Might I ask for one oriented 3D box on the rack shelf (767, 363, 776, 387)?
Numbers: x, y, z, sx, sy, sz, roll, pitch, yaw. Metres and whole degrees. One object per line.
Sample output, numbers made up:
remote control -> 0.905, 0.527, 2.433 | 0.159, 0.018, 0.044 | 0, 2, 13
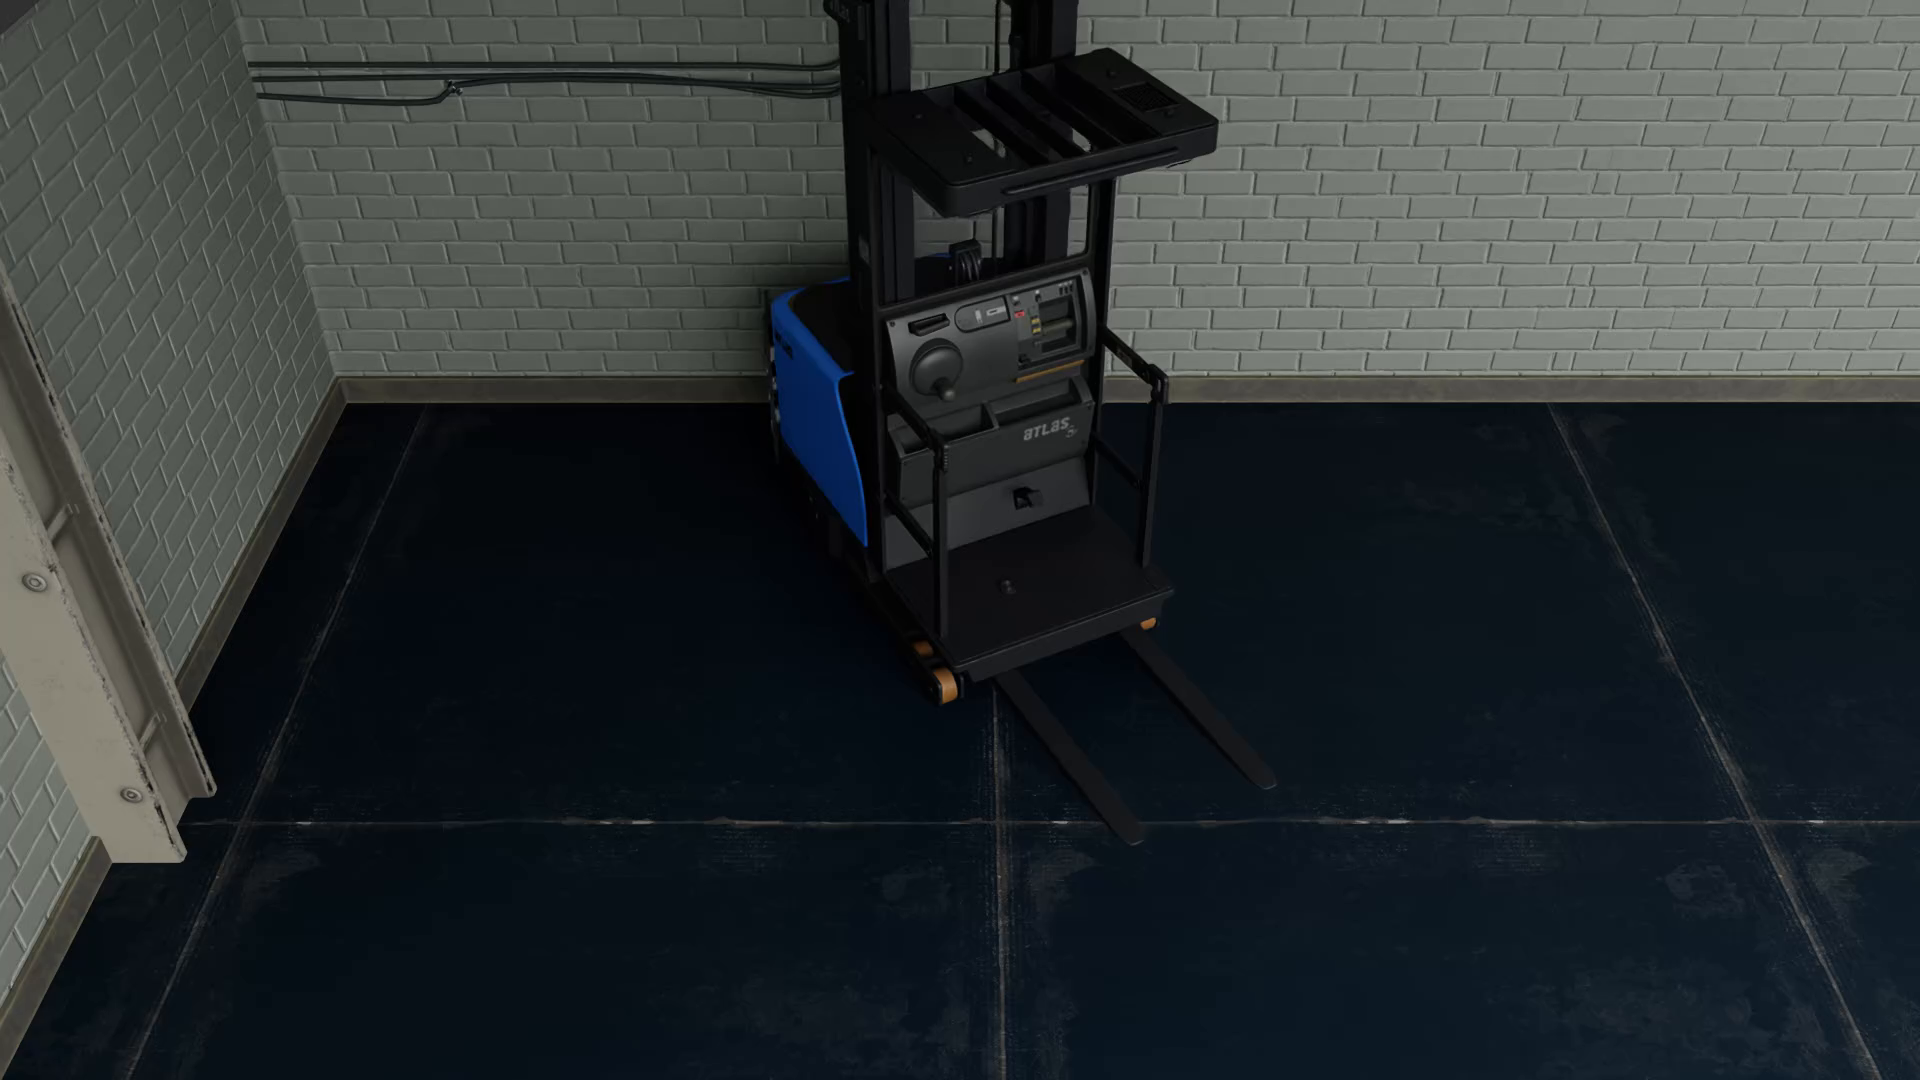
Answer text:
rack shelf -> -0.826, -0.848, 8.243 | 0.258, 0.077, 0.200 | -2, 39, -3

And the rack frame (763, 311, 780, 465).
rack frame -> -0.820, -0.740, 8.199 | 0.240, 0.900, 0.006 | -2, 39, -3

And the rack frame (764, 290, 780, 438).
rack frame -> -0.832, -0.867, 8.358 | 0.240, 0.900, 0.006 | -2, 39, -3

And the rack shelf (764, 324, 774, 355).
rack shelf -> -0.826, -0.988, 8.131 | 0.258, 0.077, 0.200 | -2, 39, -3

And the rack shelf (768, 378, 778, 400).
rack shelf -> -0.826, -0.777, 8.299 | 0.258, 0.077, 0.200 | -2, 39, -3

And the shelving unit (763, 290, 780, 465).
shelving unit -> -0.826, -0.803, 8.279 | 0.258, 0.900, 0.210 | -2, 39, -3

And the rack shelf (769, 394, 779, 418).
rack shelf -> -0.826, -0.707, 8.356 | 0.258, 0.077, 0.200 | -2, 39, -3

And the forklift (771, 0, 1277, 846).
forklift -> 0.236, -0.763, 6.604 | 1.130, 2.935, 3.031 | -18, 42, -21

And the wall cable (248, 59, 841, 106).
wall cable -> -1.846, -3.019, 7.050 | 3.097, 2.526, 0.112 | 0, 39, 0

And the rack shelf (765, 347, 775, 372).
rack shelf -> -0.826, -0.918, 8.187 | 0.258, 0.077, 0.200 | -2, 39, -3

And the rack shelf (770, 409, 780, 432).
rack shelf -> -0.826, -0.637, 8.412 | 0.258, 0.077, 0.200 | -2, 39, -3

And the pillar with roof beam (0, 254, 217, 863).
pillar with roof beam -> 1.140, -2.391, 3.783 | 9.100, 9.000, 0.400 | 0, 39, 0
